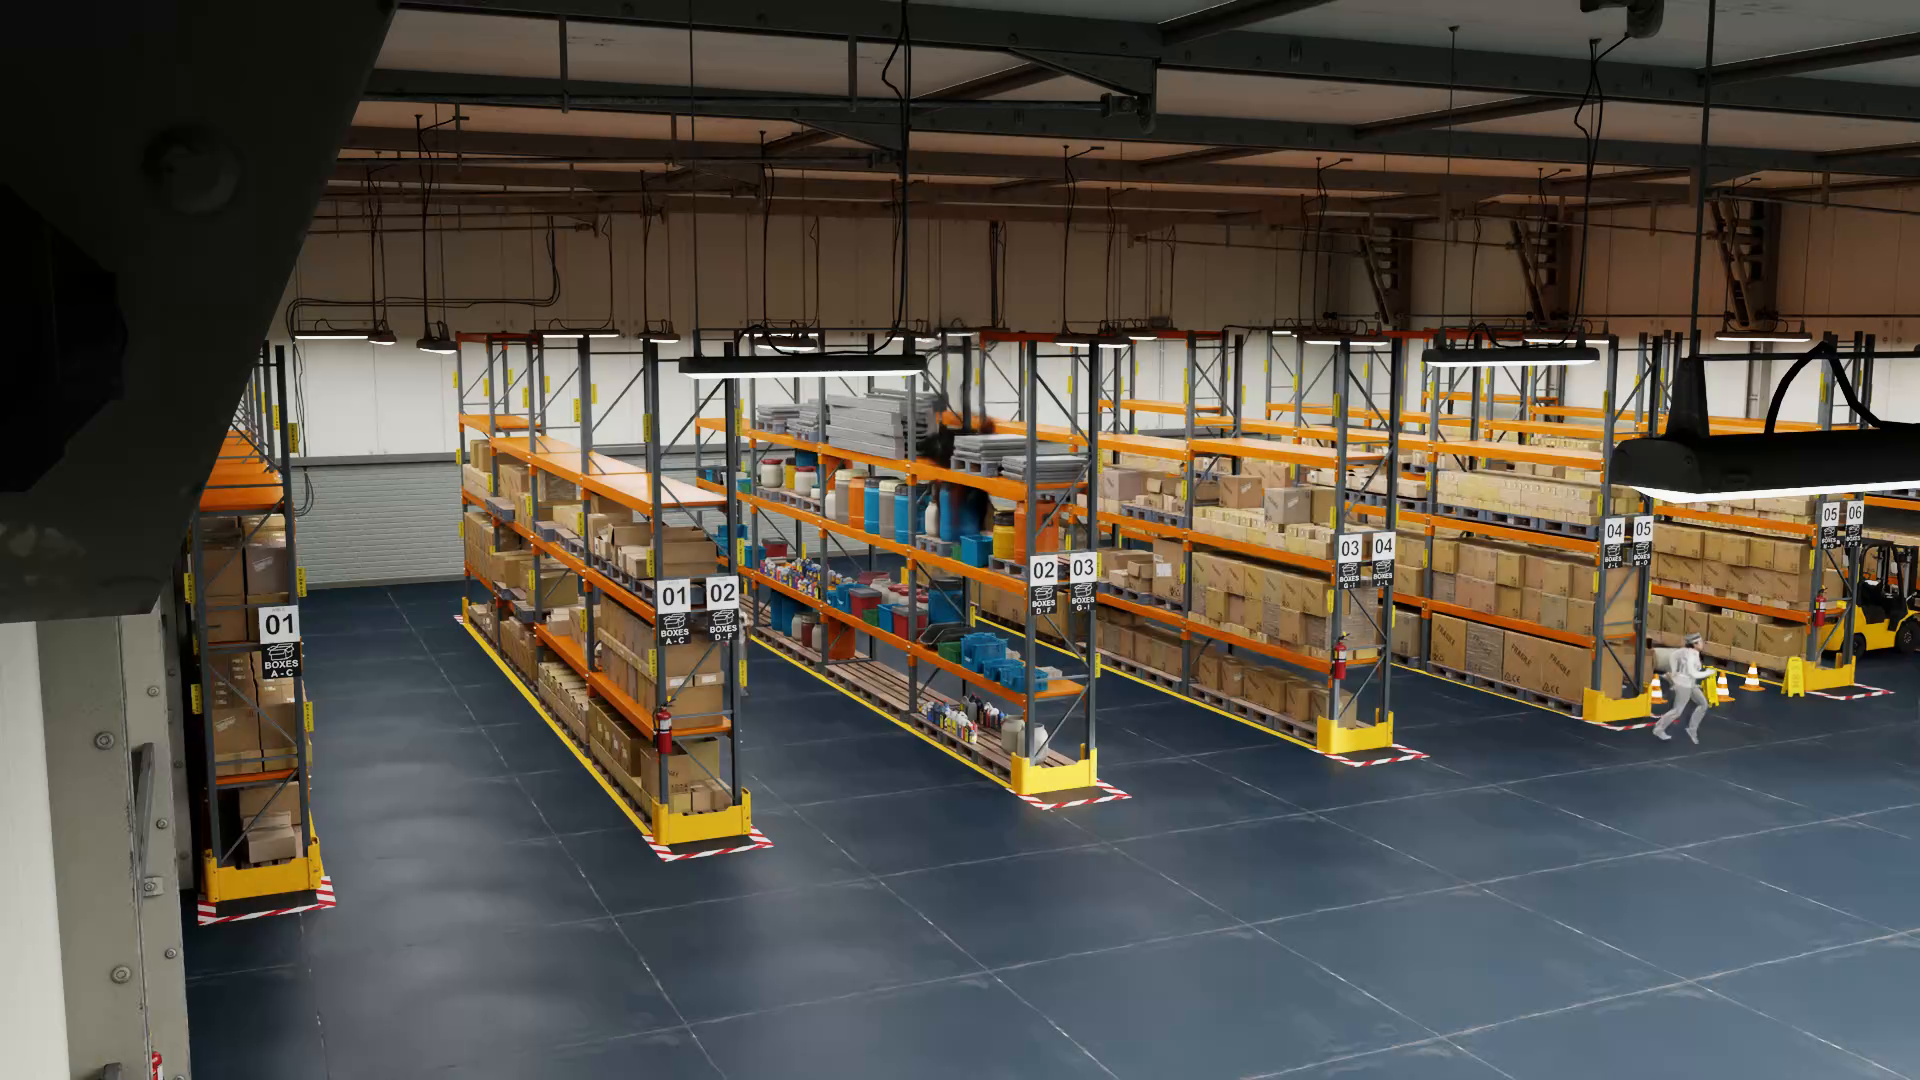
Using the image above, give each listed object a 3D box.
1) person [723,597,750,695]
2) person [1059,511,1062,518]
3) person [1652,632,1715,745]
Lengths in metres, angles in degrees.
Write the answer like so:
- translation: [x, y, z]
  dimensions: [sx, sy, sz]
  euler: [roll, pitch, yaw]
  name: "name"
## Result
- translation: [-3.818, 1.752, 28.033]
  dimensions: [0.592, 1.671, 0.680]
  euler: [-4, 8, -25]
  name: "person"
- translation: [2.293, 0.108, 40.428]
  dimensions: [0.588, 1.650, 0.653]
  euler: [0, 8, 1]
  name: "person"
- translation: [10.725, 2.189, 24.629]
  dimensions: [0.804, 1.700, 0.639]
  euler: [3, 8, 20]
  name: "person"
